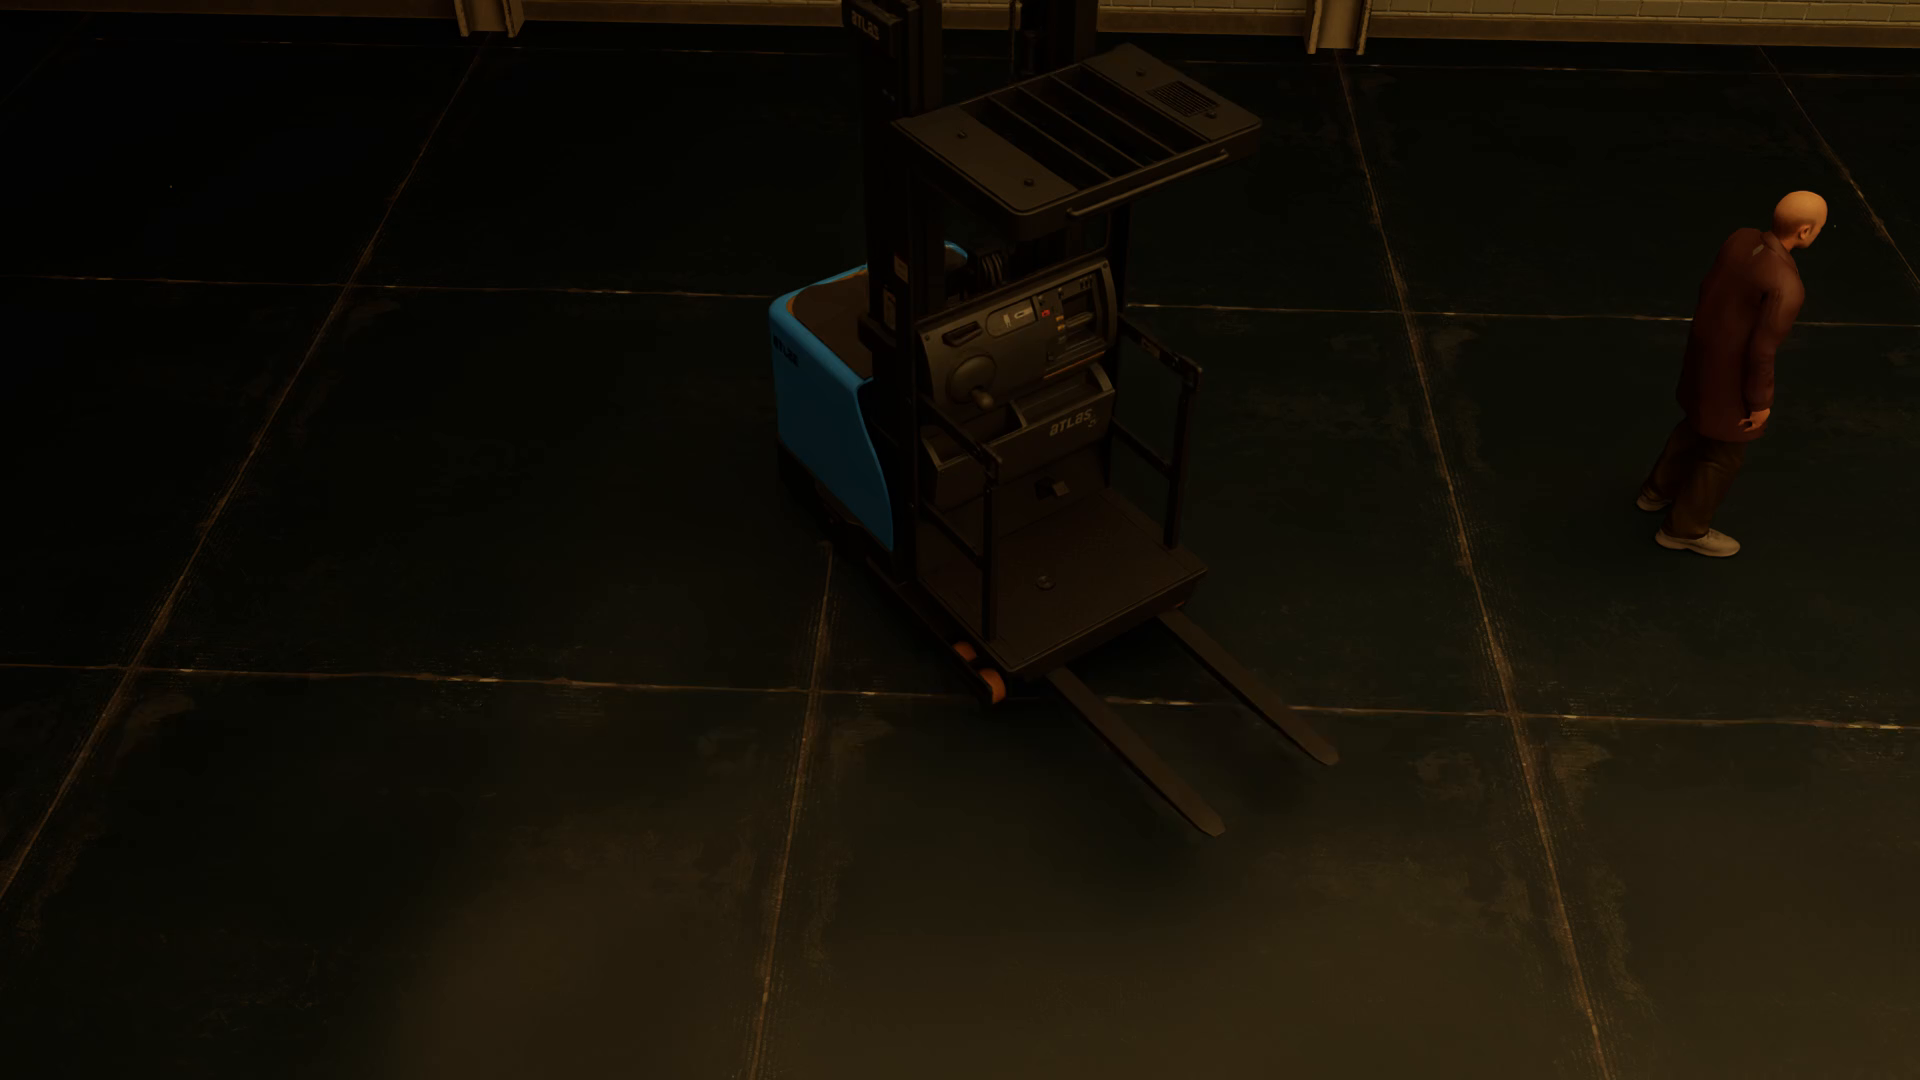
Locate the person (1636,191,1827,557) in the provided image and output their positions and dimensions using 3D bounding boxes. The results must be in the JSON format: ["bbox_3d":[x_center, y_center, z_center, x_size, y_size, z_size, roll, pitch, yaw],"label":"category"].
[{"bbox_3d":[3.449,-0.756,7.430,0.435,1.772,0.642,-2,42,-2],"label":"person"}]

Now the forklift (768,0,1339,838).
[{"bbox_3d":[0.371,-0.747,6.561,1.130,2.935,3.031,-25,48,-25],"label":"forklift"}]
